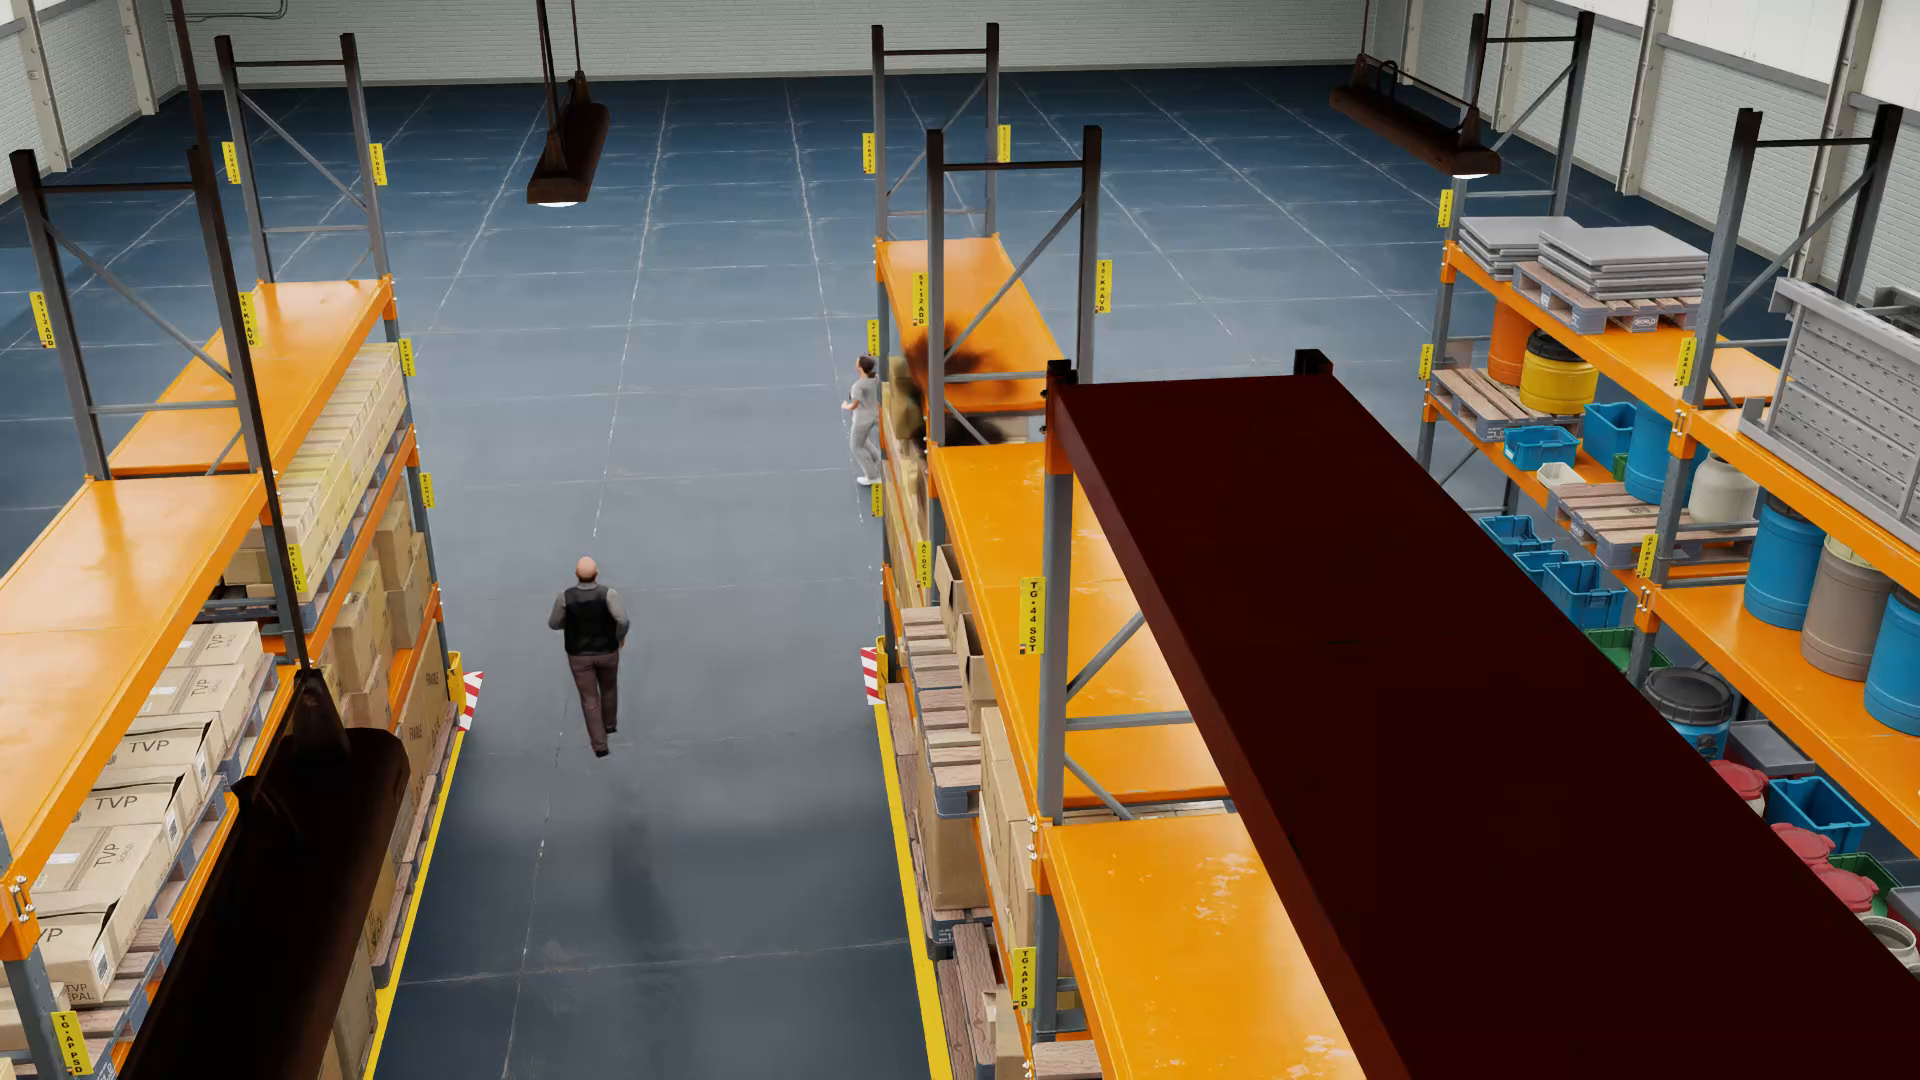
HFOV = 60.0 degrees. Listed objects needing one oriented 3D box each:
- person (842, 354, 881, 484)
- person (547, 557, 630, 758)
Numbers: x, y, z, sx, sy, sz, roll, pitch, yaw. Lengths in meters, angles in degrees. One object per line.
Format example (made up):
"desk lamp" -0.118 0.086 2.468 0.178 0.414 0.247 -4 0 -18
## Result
"person" -1.134 -1.424 19.592 0.519 1.625 0.622 15 29 29
"person" -3.015 0.987 13.798 0.582 1.791 0.767 -7 26 -15
